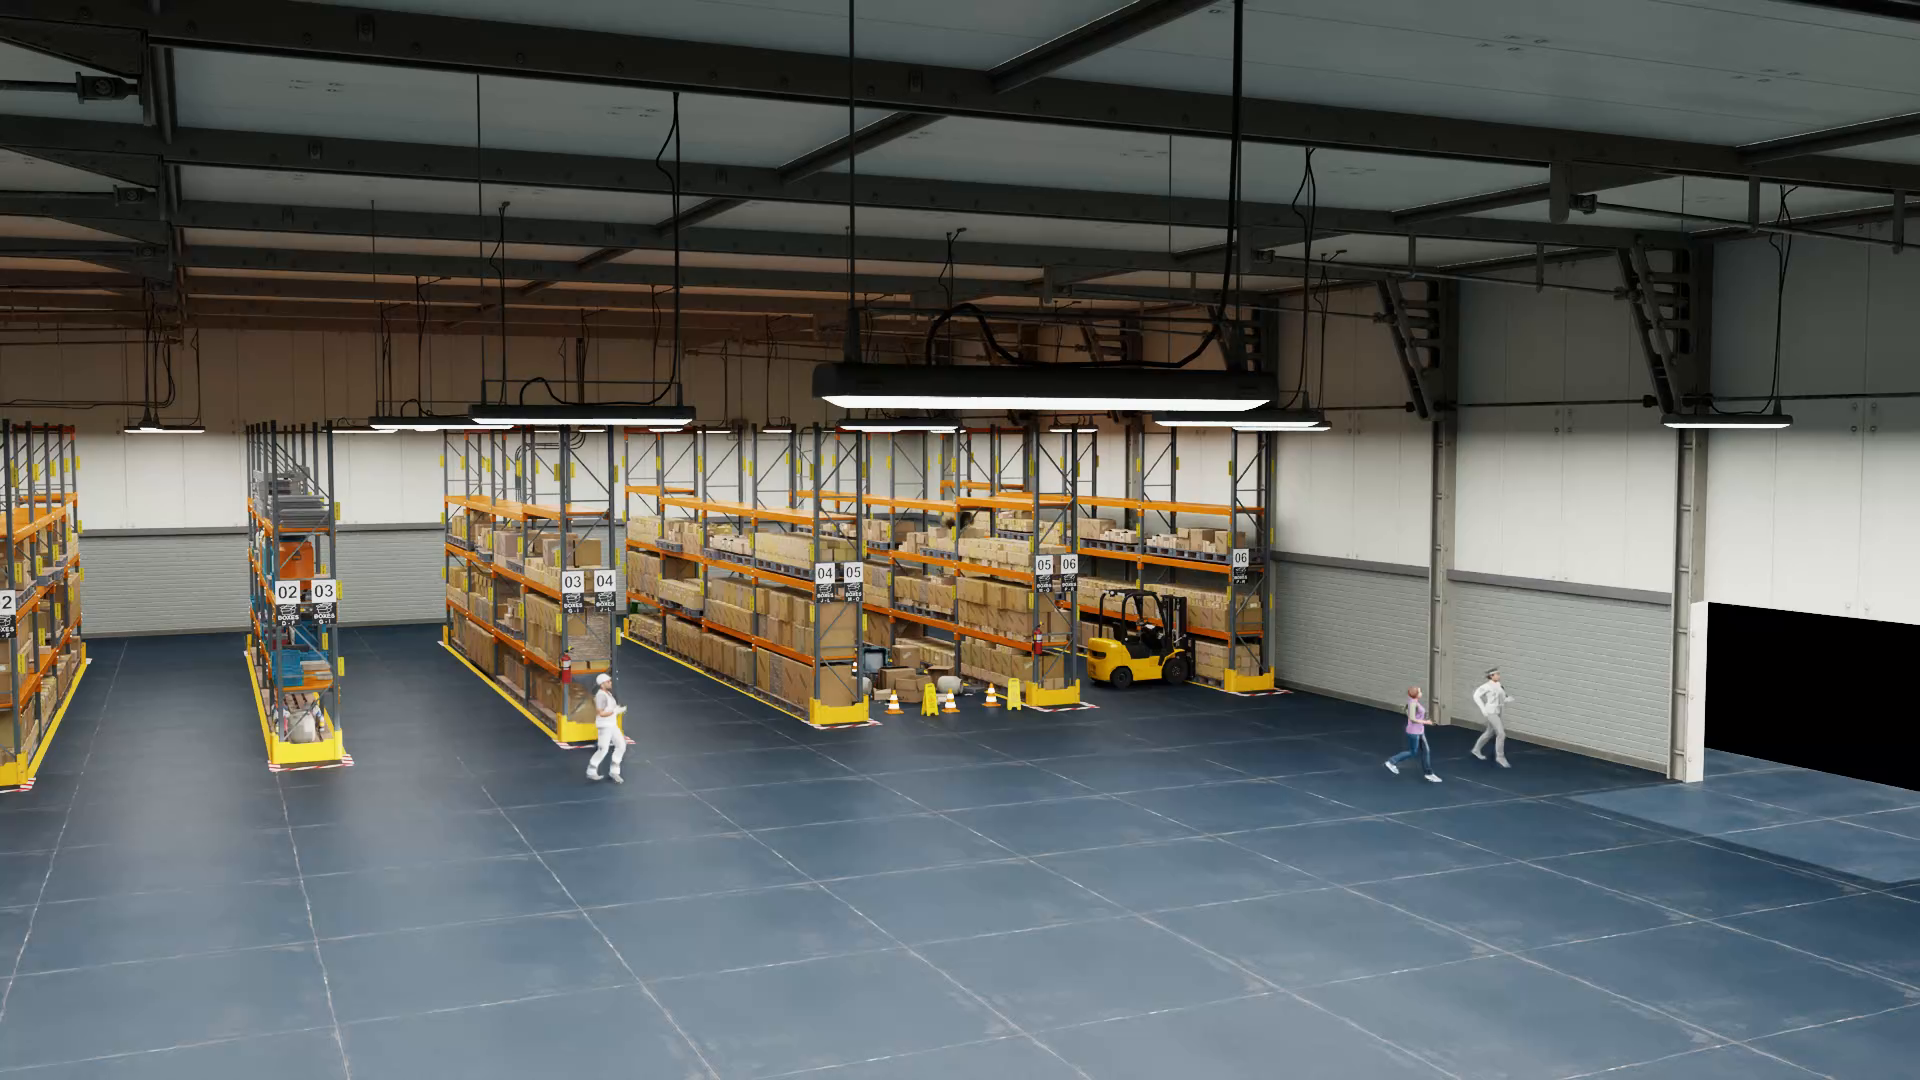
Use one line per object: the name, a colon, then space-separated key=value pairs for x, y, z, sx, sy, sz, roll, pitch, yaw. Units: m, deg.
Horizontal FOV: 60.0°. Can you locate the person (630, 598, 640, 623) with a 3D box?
person: x=-9.639 y=1.796 z=49.152 sx=0.607 sy=1.760 sz=0.796 roll=0 pitch=4 yaw=1

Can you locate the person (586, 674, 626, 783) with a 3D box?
person: x=-5.805 y=3.117 z=27.382 sx=0.720 sy=1.839 sz=0.631 roll=0 pitch=4 yaw=8

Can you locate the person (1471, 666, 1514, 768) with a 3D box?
person: x=9.272 y=3.060 z=28.946 sx=0.769 sy=1.747 sz=0.589 roll=3 pitch=5 yaw=40

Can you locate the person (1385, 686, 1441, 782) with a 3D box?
person: x=7.530 y=3.202 z=27.581 sx=0.900 sy=1.591 sz=0.554 roll=1 pitch=4 yaw=21
